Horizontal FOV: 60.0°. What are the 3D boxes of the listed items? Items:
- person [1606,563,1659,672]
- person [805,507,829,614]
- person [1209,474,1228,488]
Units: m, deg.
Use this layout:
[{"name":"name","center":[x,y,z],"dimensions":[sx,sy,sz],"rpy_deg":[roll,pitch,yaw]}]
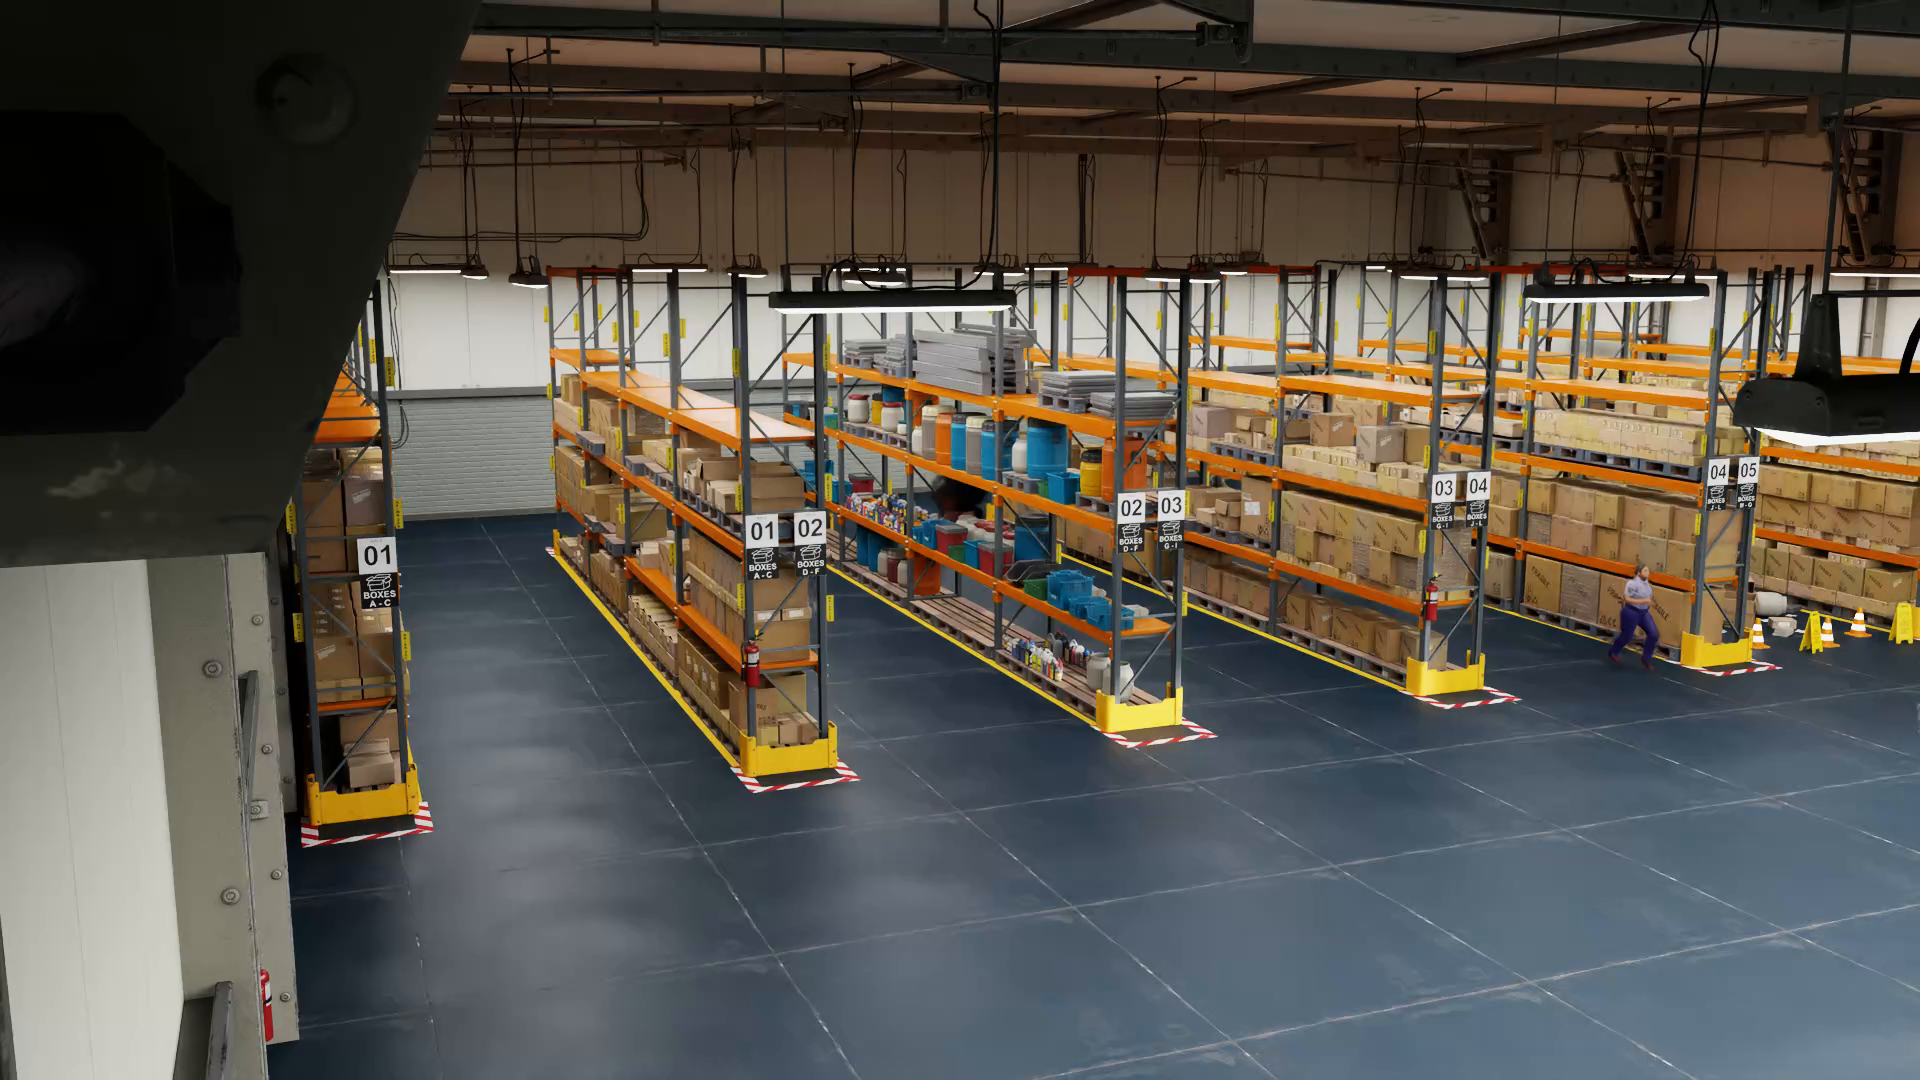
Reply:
[{"name":"person","center":[10.263,1.209,25.347],"dimensions":[0.596,1.603,0.796],"rpy_deg":[-6,11,-29]},{"name":"person","center":[-2.481,0.358,27.878],"dimensions":[0.658,1.829,0.677],"rpy_deg":[-4,11,-23]},{"name":"person","center":[6.572,-1.758,42.095],"dimensions":[0.667,1.597,0.505],"rpy_deg":[-4,11,-24]}]
